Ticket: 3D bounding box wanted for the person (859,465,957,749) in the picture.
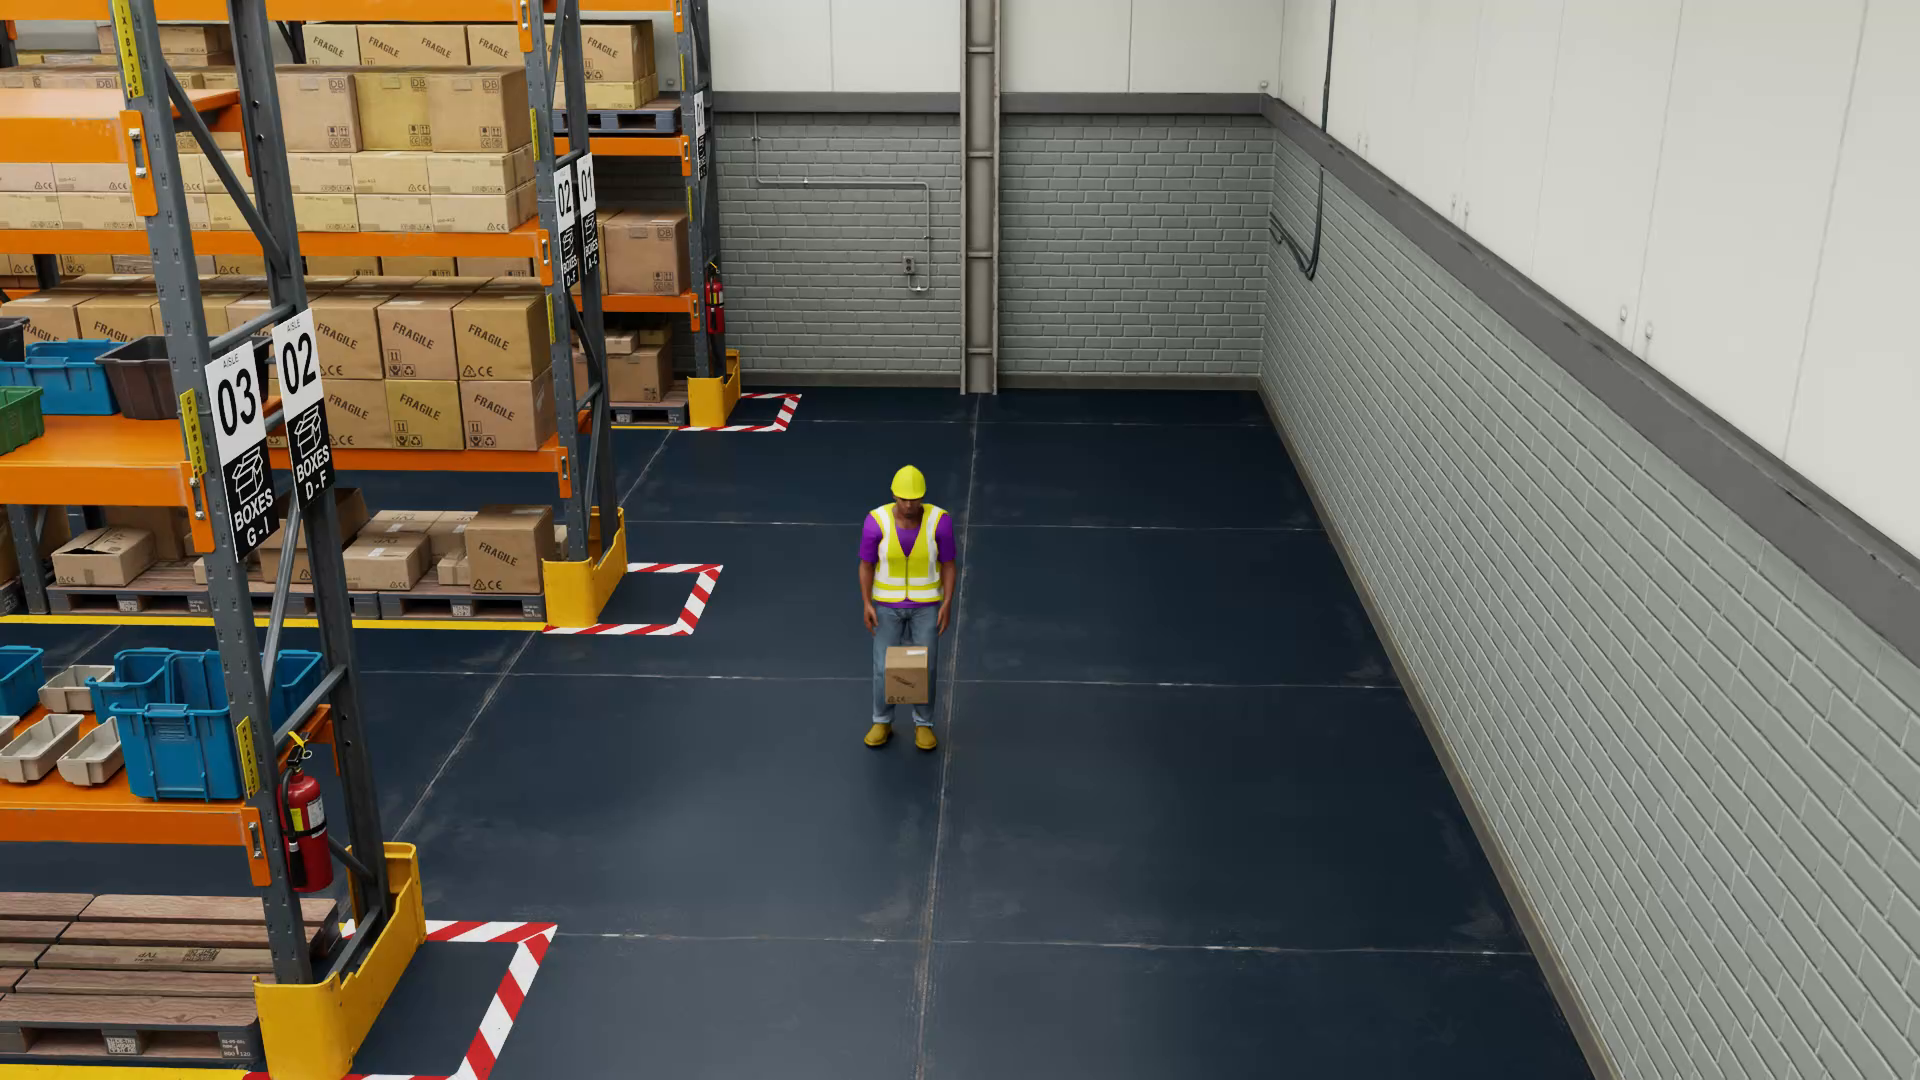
[{"bbox_3d":[-0.313,0.392,10.008,0.589,1.765,0.457,0,21,0],"label":"person"}]
